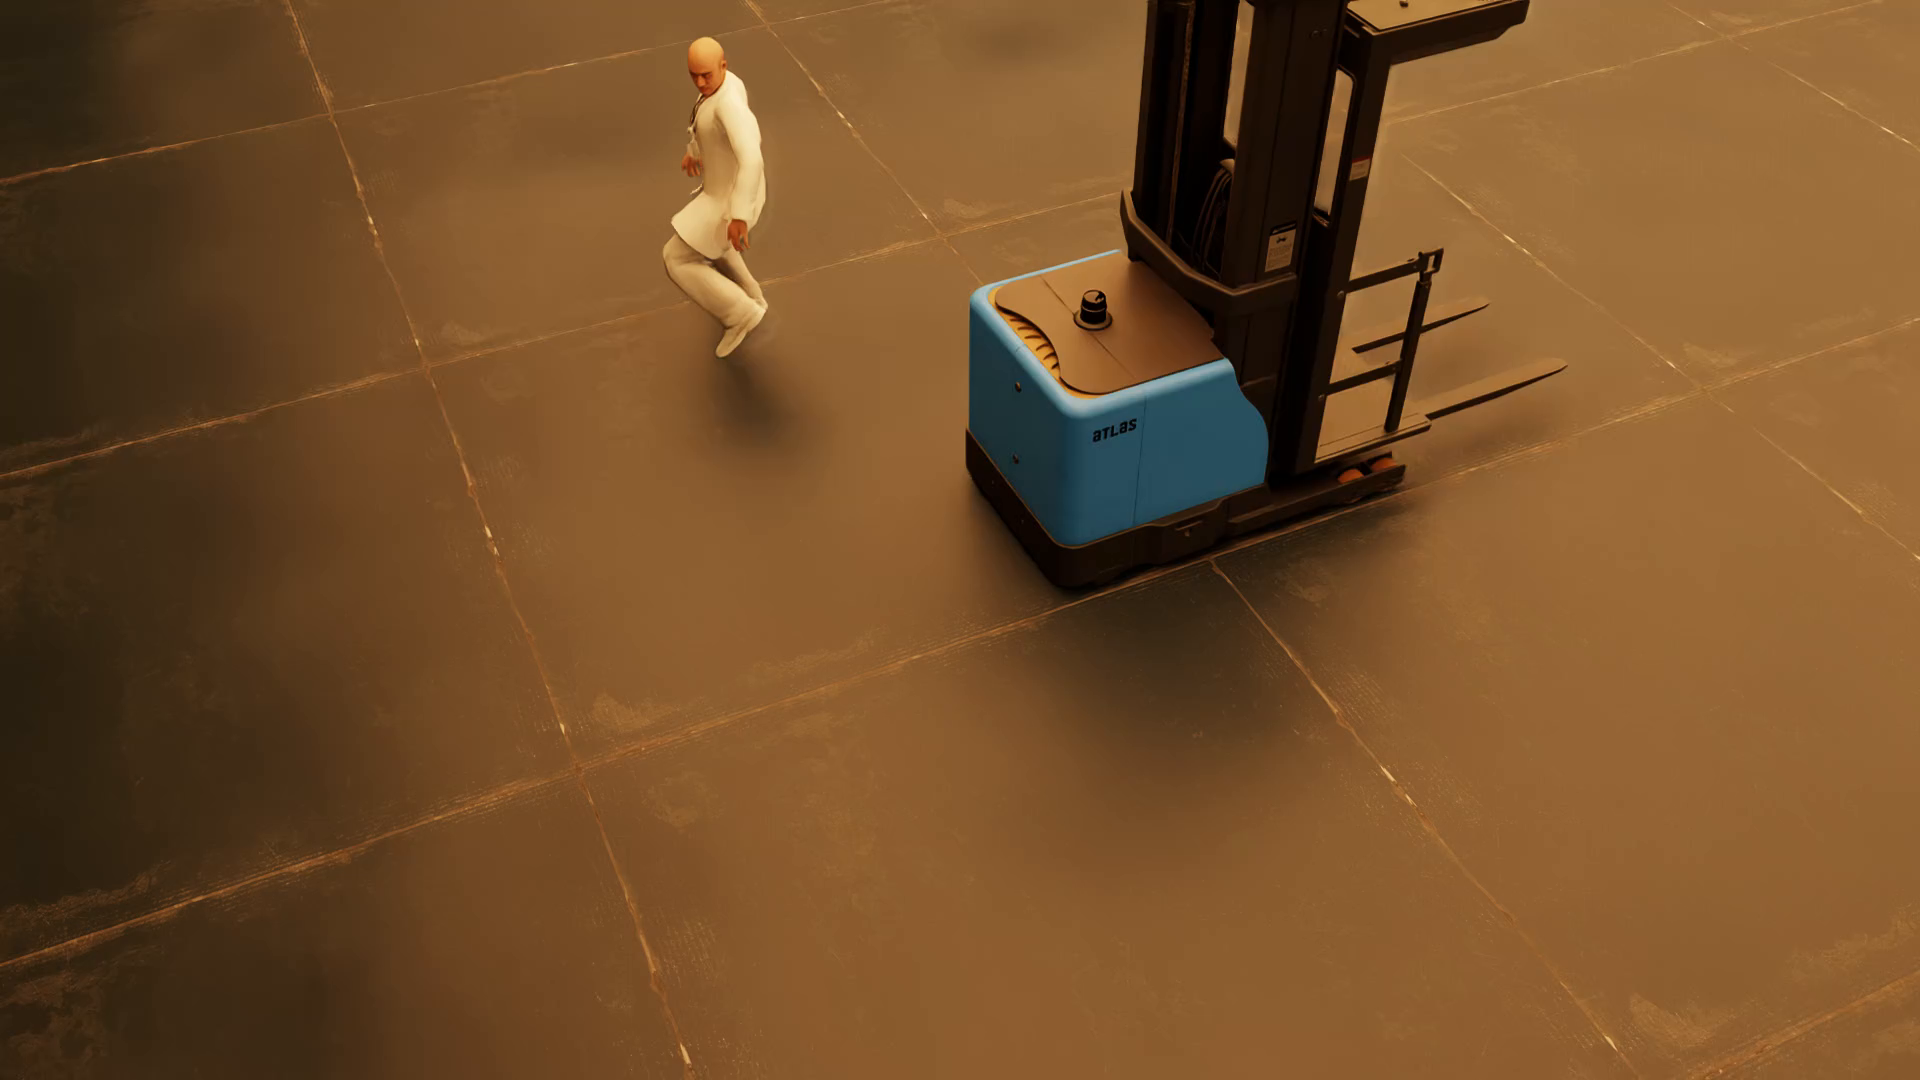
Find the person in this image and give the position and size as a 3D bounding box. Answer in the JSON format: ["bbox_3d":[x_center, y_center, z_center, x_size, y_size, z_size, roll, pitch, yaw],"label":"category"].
[{"bbox_3d":[-1.226,-1.768,8.531,0.593,1.669,0.922,3,43,4],"label":"person"}]

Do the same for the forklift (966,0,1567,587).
[{"bbox_3d":[1.583,-1.555,7.347,3.031,2.935,1.130,-18,46,-19],"label":"forklift"}]
